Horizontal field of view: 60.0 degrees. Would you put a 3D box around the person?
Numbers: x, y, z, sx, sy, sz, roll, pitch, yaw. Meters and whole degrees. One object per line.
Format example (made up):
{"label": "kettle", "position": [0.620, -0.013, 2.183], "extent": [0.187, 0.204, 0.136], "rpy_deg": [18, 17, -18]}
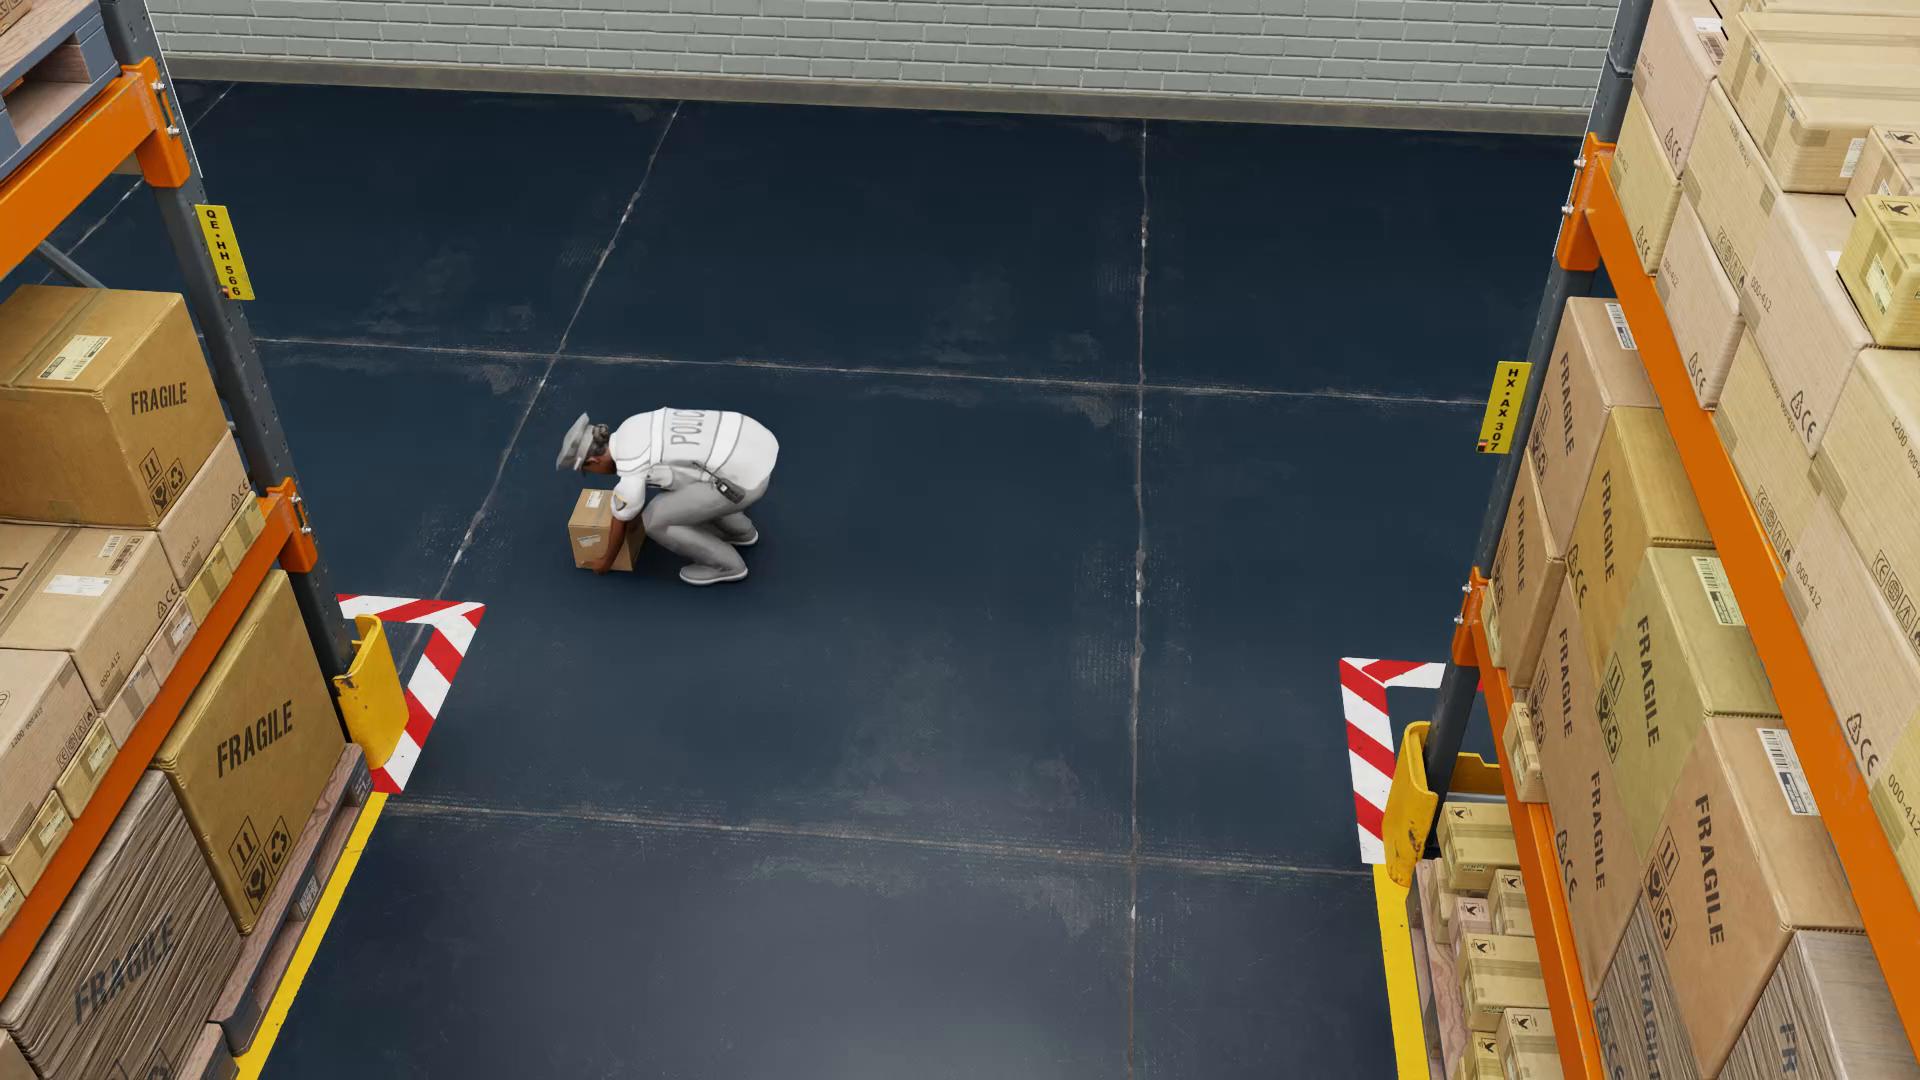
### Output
{"label": "person", "position": [-1.232, -0.206, 7.116], "extent": [0.927, 0.768, 0.458], "rpy_deg": [2, 40, 3]}
